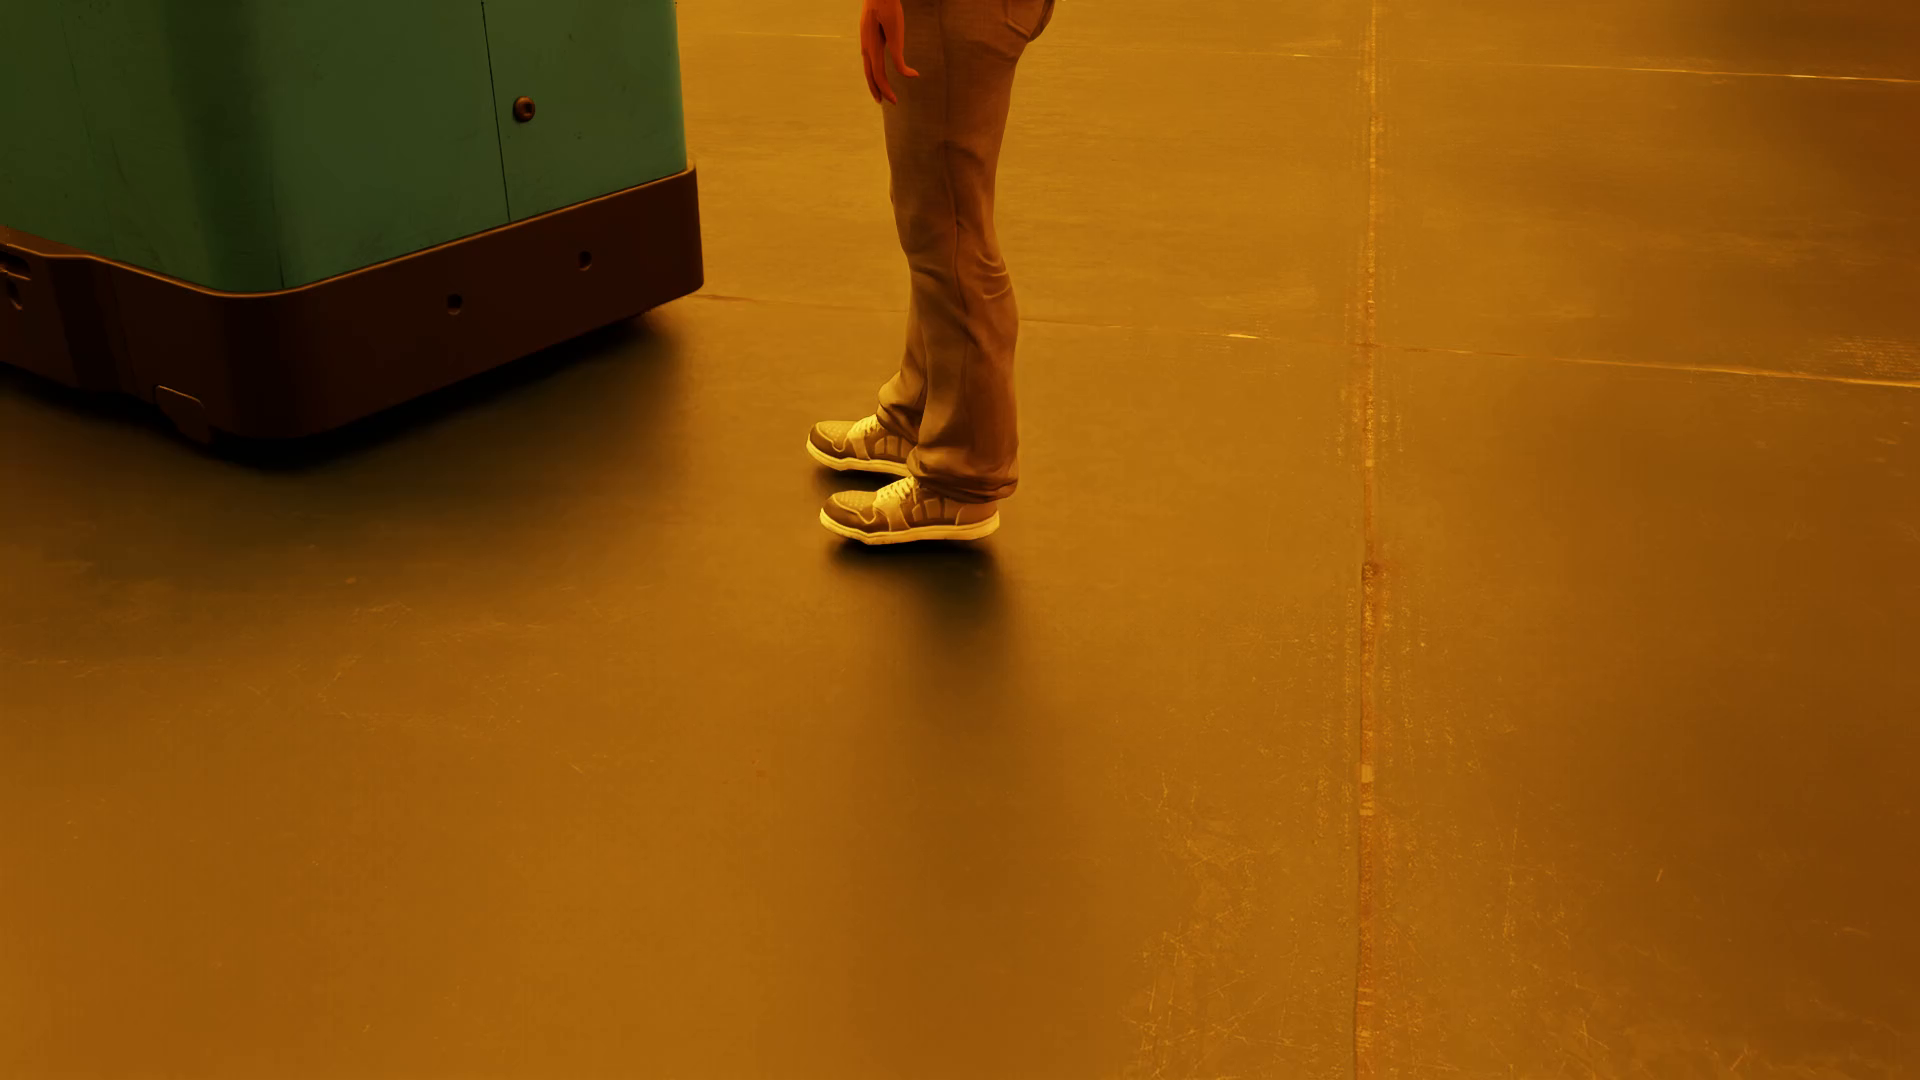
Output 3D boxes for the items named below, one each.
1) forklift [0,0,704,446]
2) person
[{"bbox_3d":[-2.020,-1.968,3.146,3.031,2.935,1.130,17,32,31],"label":"forklift"},{"bbox_3d":[-0.069,-0.733,2.164,0.475,1.596,0.521,6,27,11],"label":"person"}]
